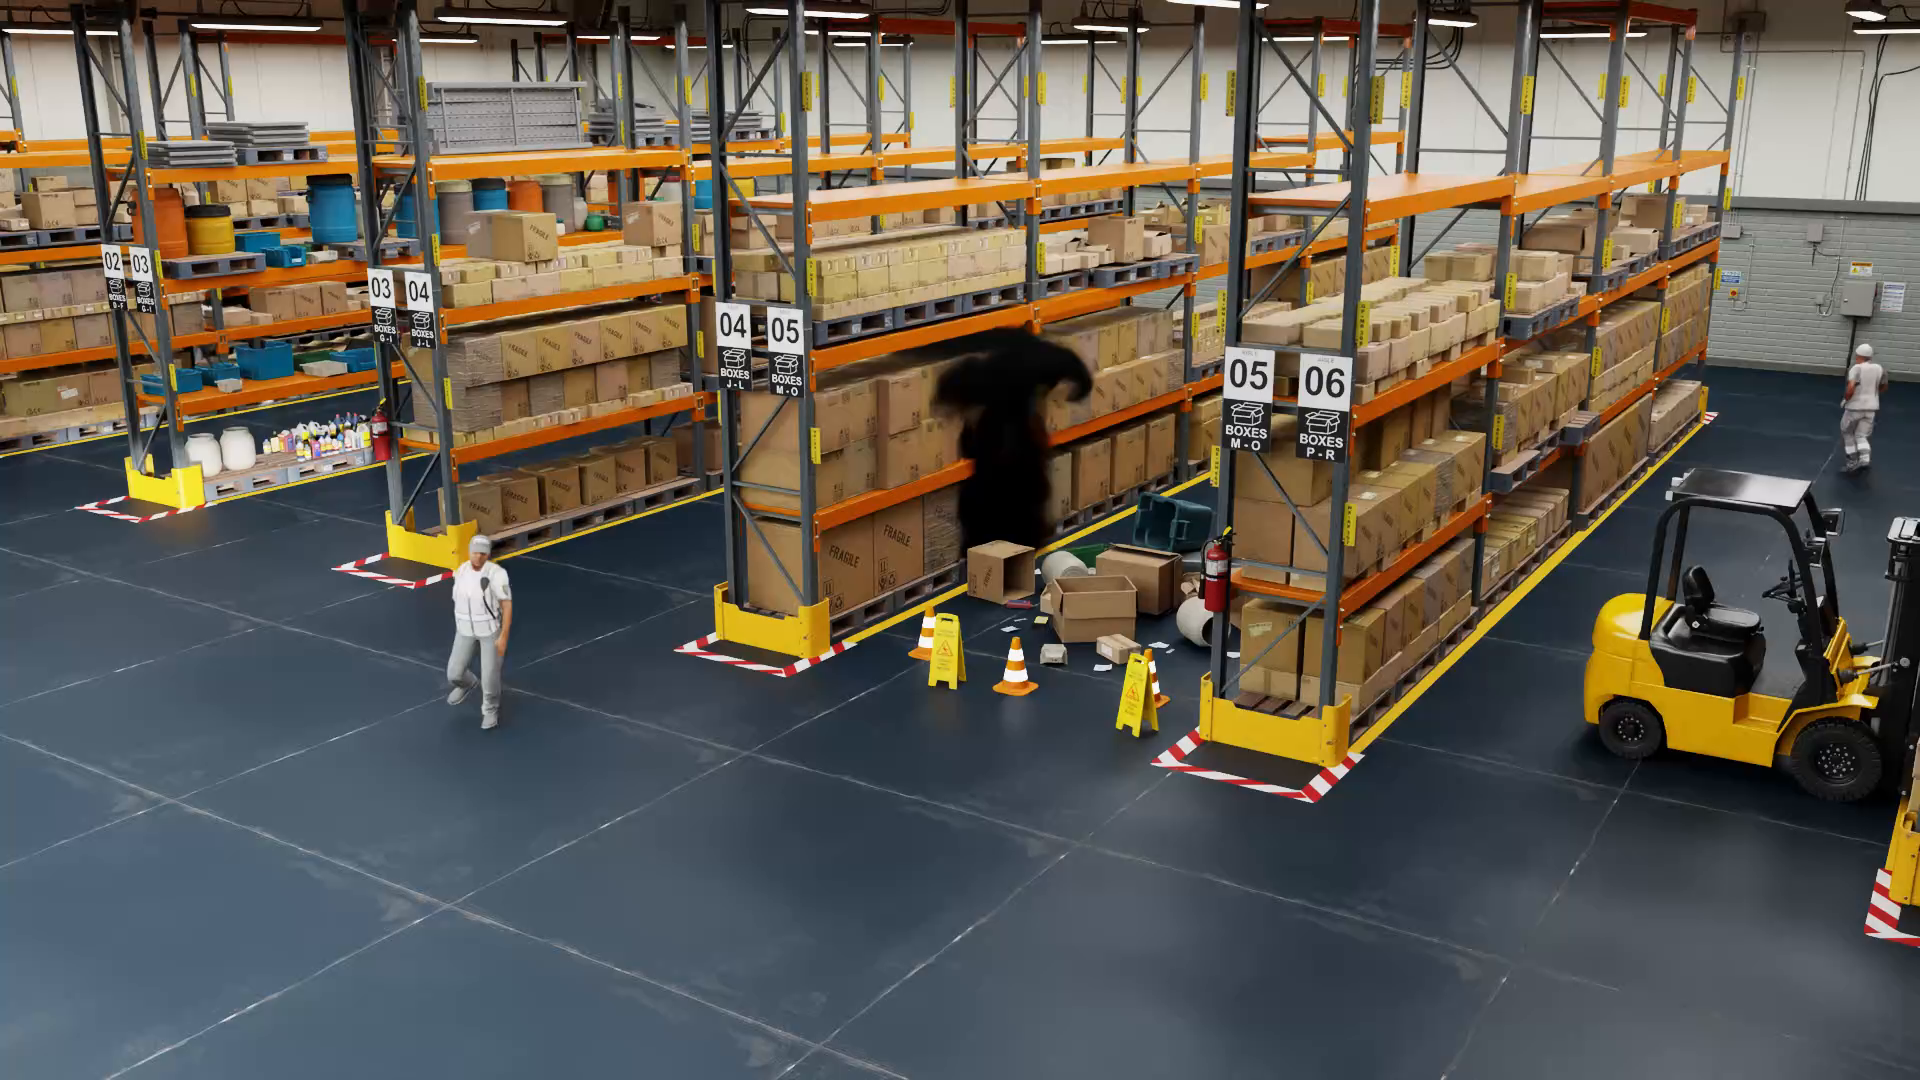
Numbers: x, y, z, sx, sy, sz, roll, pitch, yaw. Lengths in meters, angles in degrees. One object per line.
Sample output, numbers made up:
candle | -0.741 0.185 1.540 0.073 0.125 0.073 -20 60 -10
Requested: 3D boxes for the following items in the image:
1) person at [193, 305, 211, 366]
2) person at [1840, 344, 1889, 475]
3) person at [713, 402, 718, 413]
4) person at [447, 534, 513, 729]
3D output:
person | -12.912 -3.433 28.388 0.684 1.706 0.656 6 17 21
person | 12.012 -1.693 22.046 0.627 1.760 0.829 1 16 4
person | -3.896 -2.922 26.555 0.618 1.790 0.856 8 17 26
person | -3.946 0.723 13.588 0.726 1.631 0.534 3 16 10
